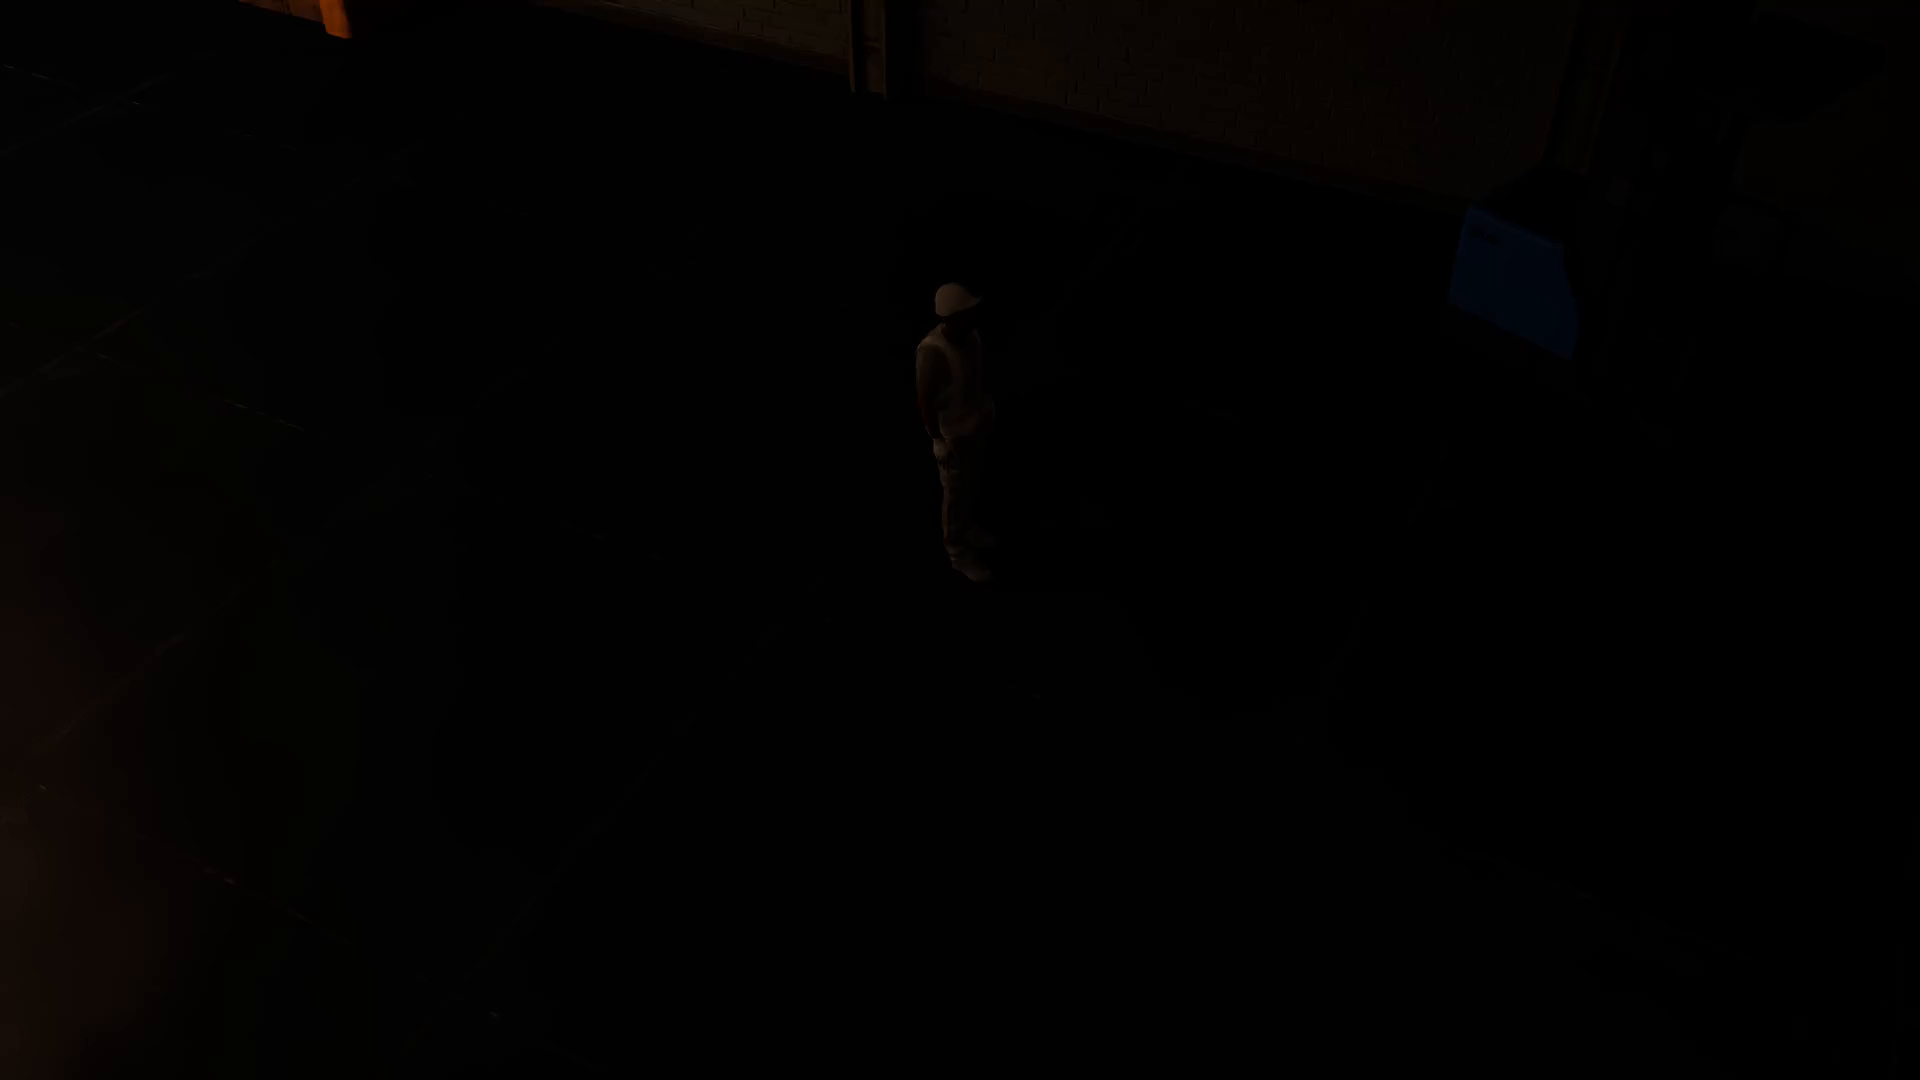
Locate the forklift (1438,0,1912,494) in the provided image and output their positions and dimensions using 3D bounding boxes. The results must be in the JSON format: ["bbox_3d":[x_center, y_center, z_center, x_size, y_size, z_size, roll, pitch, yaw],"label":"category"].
[{"bbox_3d":[4.803,-2.099,10.478,1.130,2.935,3.031,-31,49,-31],"label":"forklift"}]

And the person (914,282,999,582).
[{"bbox_3d":[0.060,-0.661,9.652,0.576,1.782,0.655,18,43,21],"label":"person"}]
